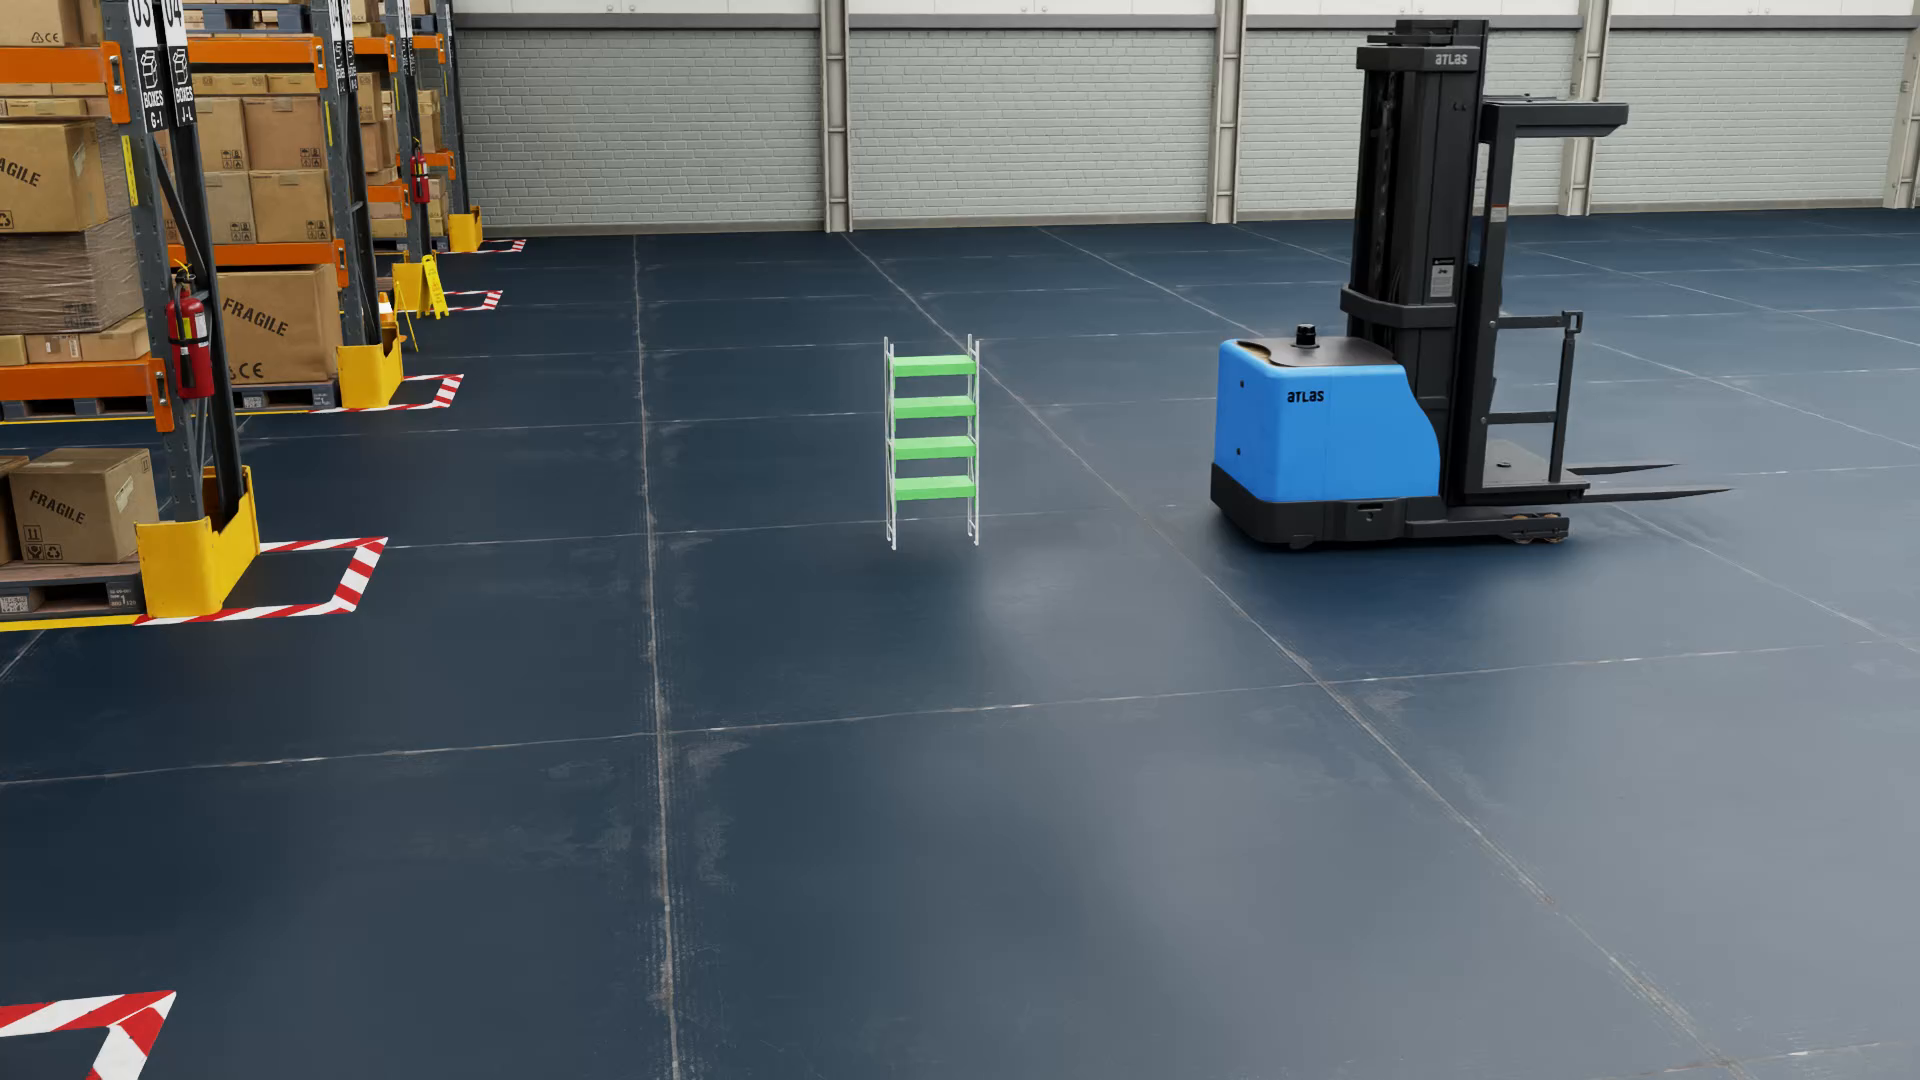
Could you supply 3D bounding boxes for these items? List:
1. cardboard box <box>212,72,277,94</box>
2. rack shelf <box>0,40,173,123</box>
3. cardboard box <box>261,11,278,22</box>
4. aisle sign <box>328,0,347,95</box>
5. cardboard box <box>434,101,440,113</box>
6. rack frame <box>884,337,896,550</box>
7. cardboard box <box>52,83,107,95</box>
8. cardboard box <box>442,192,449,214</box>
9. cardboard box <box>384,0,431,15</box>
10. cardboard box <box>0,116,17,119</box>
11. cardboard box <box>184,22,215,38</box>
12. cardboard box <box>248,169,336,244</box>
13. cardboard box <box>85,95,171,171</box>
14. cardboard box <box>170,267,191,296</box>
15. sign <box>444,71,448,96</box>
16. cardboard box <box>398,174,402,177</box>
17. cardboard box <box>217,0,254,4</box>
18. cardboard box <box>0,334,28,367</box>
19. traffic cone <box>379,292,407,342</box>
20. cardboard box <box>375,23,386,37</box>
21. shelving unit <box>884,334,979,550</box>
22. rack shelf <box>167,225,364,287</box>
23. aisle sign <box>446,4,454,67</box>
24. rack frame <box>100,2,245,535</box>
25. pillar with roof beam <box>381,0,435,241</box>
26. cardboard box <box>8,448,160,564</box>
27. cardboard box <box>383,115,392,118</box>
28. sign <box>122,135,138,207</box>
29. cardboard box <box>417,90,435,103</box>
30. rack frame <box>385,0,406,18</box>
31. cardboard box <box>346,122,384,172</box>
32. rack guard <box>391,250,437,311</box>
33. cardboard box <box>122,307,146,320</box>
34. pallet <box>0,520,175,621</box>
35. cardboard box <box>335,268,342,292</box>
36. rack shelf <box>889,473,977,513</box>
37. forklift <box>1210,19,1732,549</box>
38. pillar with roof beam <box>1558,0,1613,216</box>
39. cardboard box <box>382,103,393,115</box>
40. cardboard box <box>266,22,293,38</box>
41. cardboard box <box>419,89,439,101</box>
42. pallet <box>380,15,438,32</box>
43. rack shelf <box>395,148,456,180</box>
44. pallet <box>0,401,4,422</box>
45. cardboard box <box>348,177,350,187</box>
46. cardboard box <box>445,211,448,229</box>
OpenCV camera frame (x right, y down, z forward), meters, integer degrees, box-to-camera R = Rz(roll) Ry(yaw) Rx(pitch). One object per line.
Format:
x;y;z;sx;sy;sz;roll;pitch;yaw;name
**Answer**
-7.350;-4.560;17.169;0.500;0.500;0.700;-3;17;-11;cardboard box
-5.994;-2.189;7.947;4.000;0.370;1.077;-3;17;-10;rack shelf
-6.858;-5.442;17.061;0.500;0.250;0.500;-3;17;-11;cardboard box
-4.745;-3.806;12.668;0.004;0.787;0.394;-3;17;-10;aisle sign
-7.238;-5.912;22.676;0.250;0.149;0.380;-4;17;-12;cardboard box
-0.402;-0.551;9.561;0.015;1.200;0.240;-3;17;-10;rack frame
-8.859;-4.497;16.964;0.500;0.500;0.700;-3;17;-10;cardboard box
-7.356;-4.657;22.982;0.500;0.250;0.500;-3;17;-9;cardboard box
-7.244;-7.134;21.763;0.500;0.500;0.500;-3;17;-9;cardboard box
-5.114;-1.901;8.511;0.500;0.500;0.500;-3;17;-10;cardboard box
-7.707;-5.182;16.895;0.250;0.149;0.380;-3;17;-11;cardboard box
-5.228;-2.684;13.186;0.550;0.550;0.875;-3;17;-10;cardboard box
-6.342;-3.175;12.946;0.550;0.550;0.875;-3;17;-10;cardboard box
-6.389;-1.725;13.222;0.875;0.875;0.875;-4;17;-11;cardboard box
-6.766;-6.008;21.887;0.005;0.325;0.100;-3;17;-10;sign
-7.853;-4.861;22.796;0.500;0.250;0.500;-3;17;-10;cardboard box
-5.382;-4.078;12.415;0.250;0.149;0.380;-3;17;-10;cardboard box
-4.752;-0.973;8.298;0.250;0.149;0.380;-3;17;-10;cardboard box
-5.543;-2.158;16.049;0.334;0.463;0.336;-3;17;-10;traffic cone
-6.297;-5.456;17.787;0.250;0.149;0.380;-3;17;-10;cardboard box
-0.163;-0.564;9.606;0.503;1.200;0.258;-3;17;-10;shelving unit
-6.836;-2.191;13.061;4.000;0.370;1.077;-3;17;-10;rack shelf
-6.735;-6.660;21.958;0.004;0.787;0.394;-3;17;-10;aisle sign
-4.030;-1.211;8.645;0.127;3.000;1.000;-3;17;-10;rack frame
-6.893;-7.346;18.402;0.400;9.000;9.100;-3;17;-10;pillar with roof beam
-4.646;-0.187;8.852;0.500;0.500;0.500;0;17;0;cardboard box
-7.800;-5.417;22.168;0.500;0.500;0.500;-3;17;-9;cardboard box
-3.945;-1.754;7.904;0.005;0.325;0.100;-3;17;-10;sign
-7.167;-5.918;22.188;0.250;0.149;0.380;-3;17;-10;cardboard box
-5.910;-6.935;17.065;0.127;3.000;1.000;-3;17;-10;rack frame
-6.391;-4.148;17.530;0.500;0.500;0.500;-4;17;-11;cardboard box
-5.985;-2.868;18.299;0.348;0.500;1.175;-3;17;-10;rack guard
-4.355;-1.143;8.854;0.250;0.149;0.380;-3;17;-10;cardboard box
-4.909;0.162;8.926;1.213;0.211;1.003;-3;17;-10;pallet
-6.676;-2.830;17.884;0.500;0.250;0.500;-3;17;-11;cardboard box
-0.163;-0.274;9.695;0.480;0.148;0.258;-3;17;-10;rack shelf
3.126;-1.528;9.794;3.031;2.935;1.130;-3;17;-8;forklift
10.780;-8.349;21.666;0.400;9.000;9.100;-3;17;-10;pillar with roof beam
-7.654;-5.736;22.104;0.250;0.149;0.380;-3;17;-9;cardboard box
-6.974;-5.258;17.140;0.250;0.149;0.380;-3;17;-10;cardboard box
-7.226;-6.041;22.590;0.250;0.149;0.380;-4;17;-12;cardboard box
-7.555;-6.858;22.073;1.213;0.211;1.003;-3;17;-10;pallet
-8.819;-5.043;22.347;4.000;0.370;1.077;-3;17;-10;rack shelf
-8.038;-1.110;13.067;1.213;0.211;1.003;-3;17;-10;pallet
-6.464;-3.819;17.564;0.250;0.149;0.380;-3;17;-11;cardboard box
-7.375;-4.414;23.040;0.500;0.250;0.500;-3;17;-10;cardboard box
